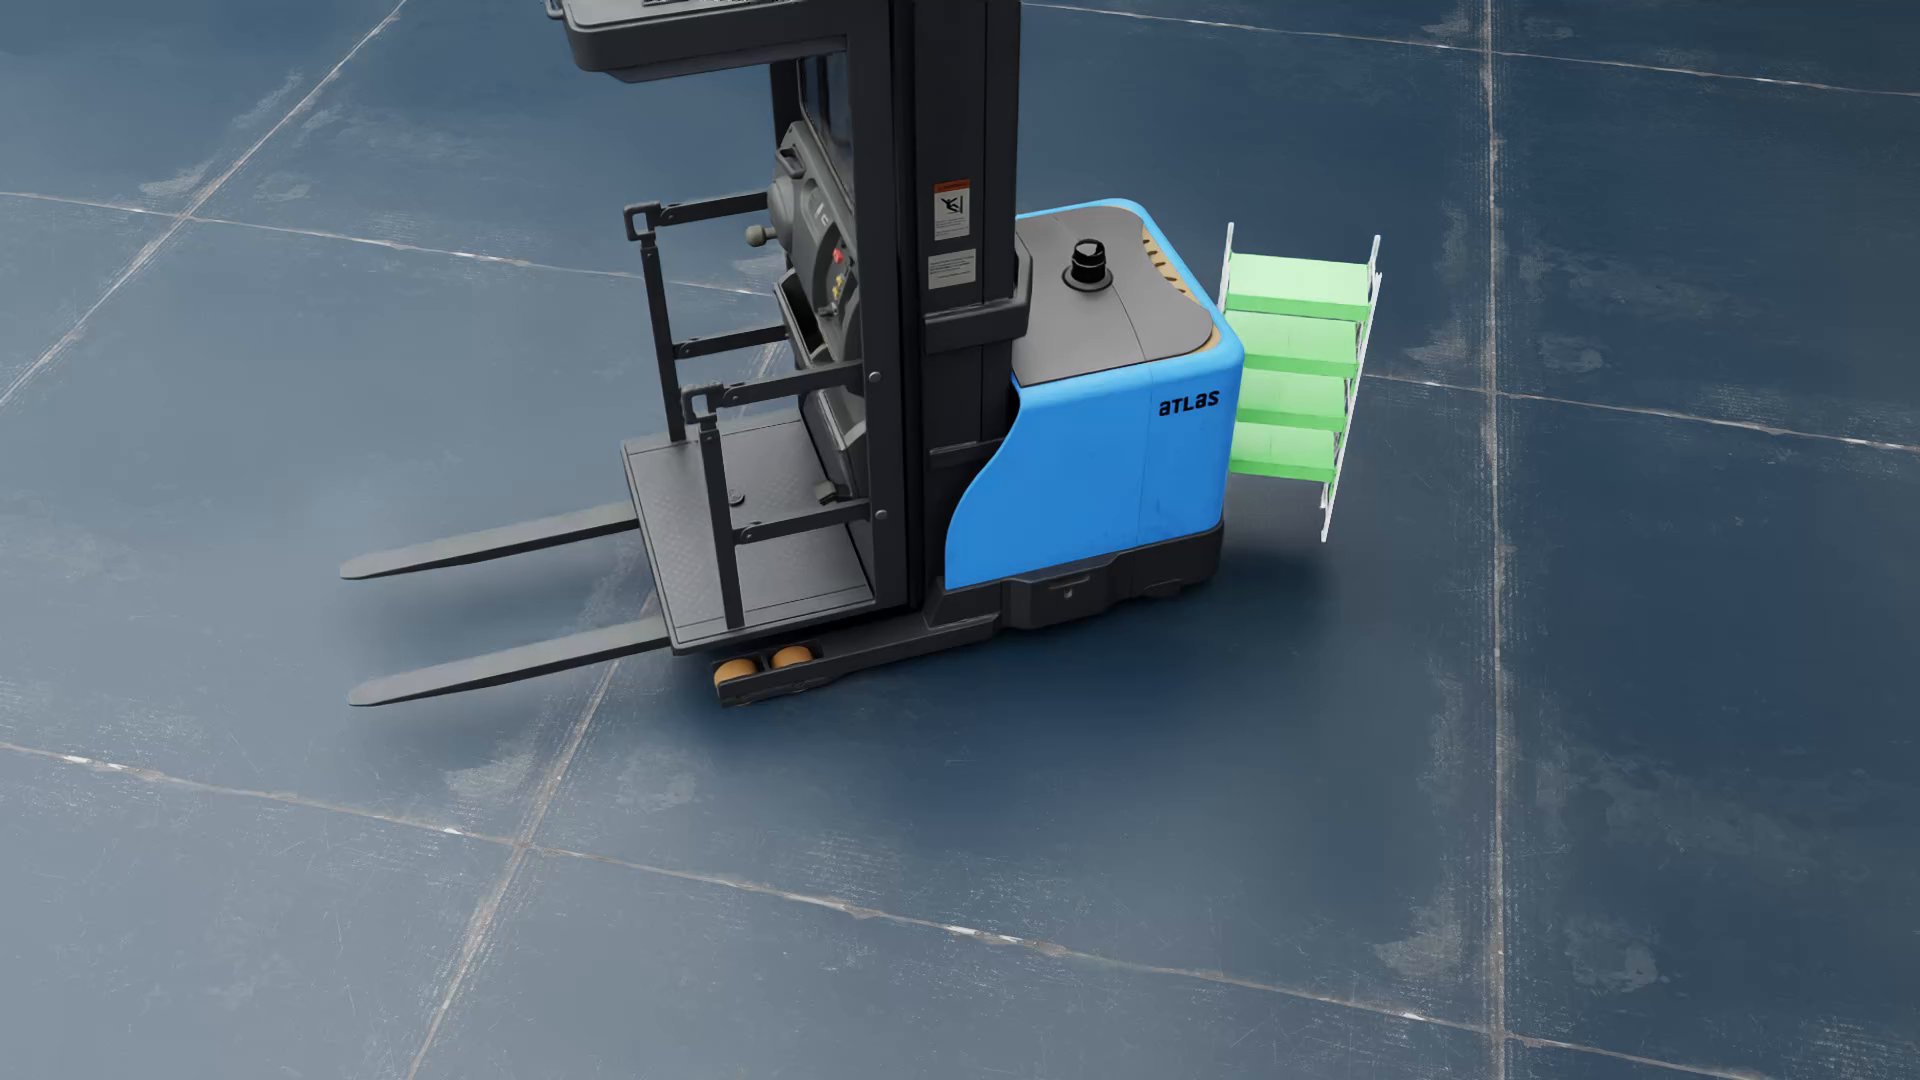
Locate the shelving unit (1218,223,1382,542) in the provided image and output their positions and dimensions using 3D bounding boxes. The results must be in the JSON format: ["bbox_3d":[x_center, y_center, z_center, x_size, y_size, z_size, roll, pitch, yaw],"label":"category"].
[{"bbox_3d":[1.142,-0.535,5.940,0.503,1.200,0.258,6,44,6],"label":"shelving unit"}]

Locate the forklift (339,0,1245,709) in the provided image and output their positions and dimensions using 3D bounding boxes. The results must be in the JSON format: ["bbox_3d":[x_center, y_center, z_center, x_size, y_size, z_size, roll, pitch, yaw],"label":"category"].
[{"bbox_3d":[-0.635,-0.903,5.074,3.031,2.935,1.130,-13,45,-13],"label":"forklift"}]

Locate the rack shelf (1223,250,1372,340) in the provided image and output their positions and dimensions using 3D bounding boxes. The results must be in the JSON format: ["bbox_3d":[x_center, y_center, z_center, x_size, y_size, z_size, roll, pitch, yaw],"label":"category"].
[{"bbox_3d":[1.142,-0.834,5.652,0.480,0.148,0.258,6,44,6],"label":"rack shelf"}]

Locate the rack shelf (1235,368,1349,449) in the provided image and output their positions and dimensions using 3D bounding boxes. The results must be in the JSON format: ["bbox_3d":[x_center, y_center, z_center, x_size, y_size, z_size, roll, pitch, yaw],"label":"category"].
[{"bbox_3d":[1.142,-0.488,5.984,0.480,0.148,0.258,6,44,6],"label":"rack shelf"}]

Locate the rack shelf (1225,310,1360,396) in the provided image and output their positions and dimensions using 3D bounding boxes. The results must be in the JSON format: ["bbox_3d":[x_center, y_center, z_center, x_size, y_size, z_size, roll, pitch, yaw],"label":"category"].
[{"bbox_3d":[1.142,-0.661,5.818,0.480,0.148,0.258,6,44,6],"label":"rack shelf"}]

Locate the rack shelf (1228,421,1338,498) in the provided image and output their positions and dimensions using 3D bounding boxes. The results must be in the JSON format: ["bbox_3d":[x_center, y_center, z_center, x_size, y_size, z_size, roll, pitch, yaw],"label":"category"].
[{"bbox_3d":[1.142,-0.316,6.151,0.480,0.148,0.258,6,44,6],"label":"rack shelf"}]

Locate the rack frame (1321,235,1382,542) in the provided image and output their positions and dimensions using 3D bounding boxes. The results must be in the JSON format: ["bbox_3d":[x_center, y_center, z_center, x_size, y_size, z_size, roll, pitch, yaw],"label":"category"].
[{"bbox_3d":[1.383,-0.508,5.913,0.015,1.200,0.240,6,44,6],"label":"rack frame"}]

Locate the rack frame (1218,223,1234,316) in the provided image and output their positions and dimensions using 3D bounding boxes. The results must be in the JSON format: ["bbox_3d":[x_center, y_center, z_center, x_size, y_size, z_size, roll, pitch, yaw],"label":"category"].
[{"bbox_3d":[0.901,-0.561,5.967,0.015,1.200,0.240,6,44,6],"label":"rack frame"}]
